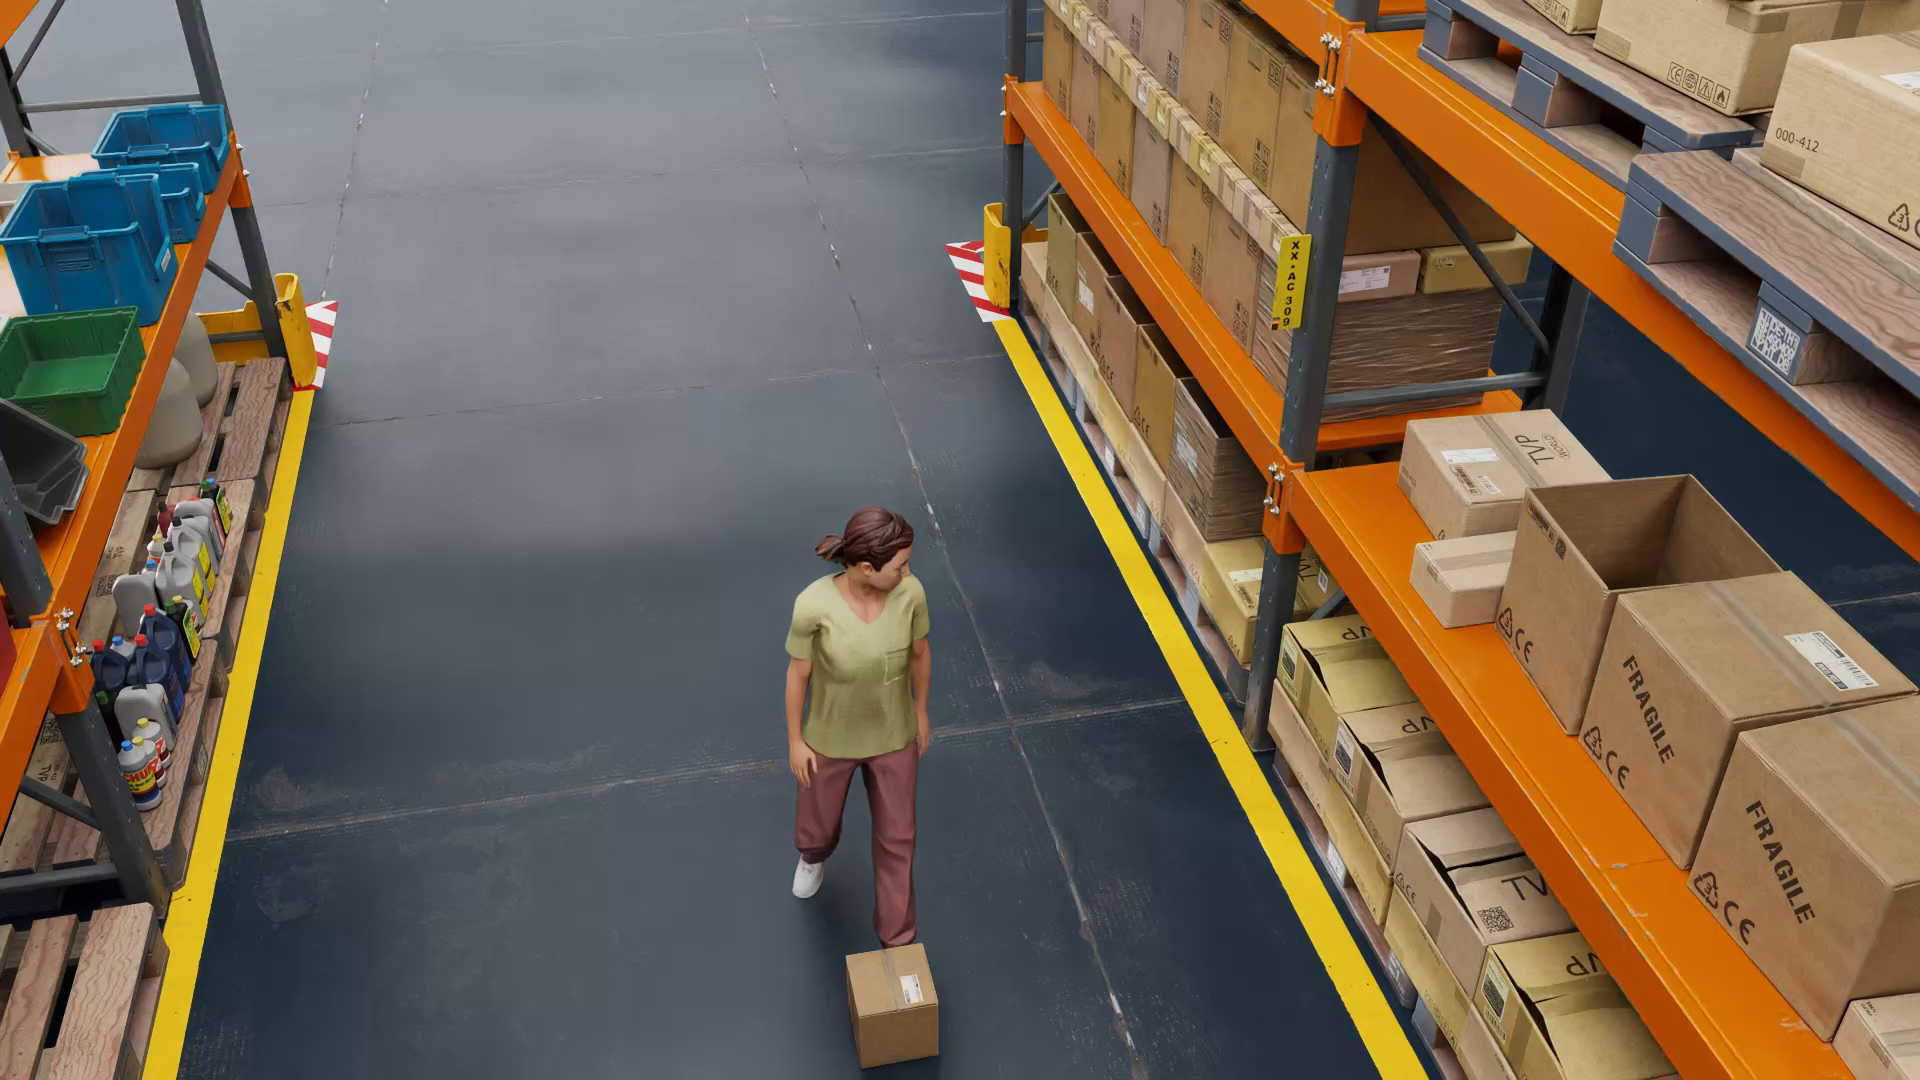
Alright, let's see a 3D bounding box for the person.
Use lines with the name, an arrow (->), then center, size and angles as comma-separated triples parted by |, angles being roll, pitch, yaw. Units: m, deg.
person -> -0.310, 0.620, 5.218 | 0.486, 1.669, 0.705 | -7, 35, -10
